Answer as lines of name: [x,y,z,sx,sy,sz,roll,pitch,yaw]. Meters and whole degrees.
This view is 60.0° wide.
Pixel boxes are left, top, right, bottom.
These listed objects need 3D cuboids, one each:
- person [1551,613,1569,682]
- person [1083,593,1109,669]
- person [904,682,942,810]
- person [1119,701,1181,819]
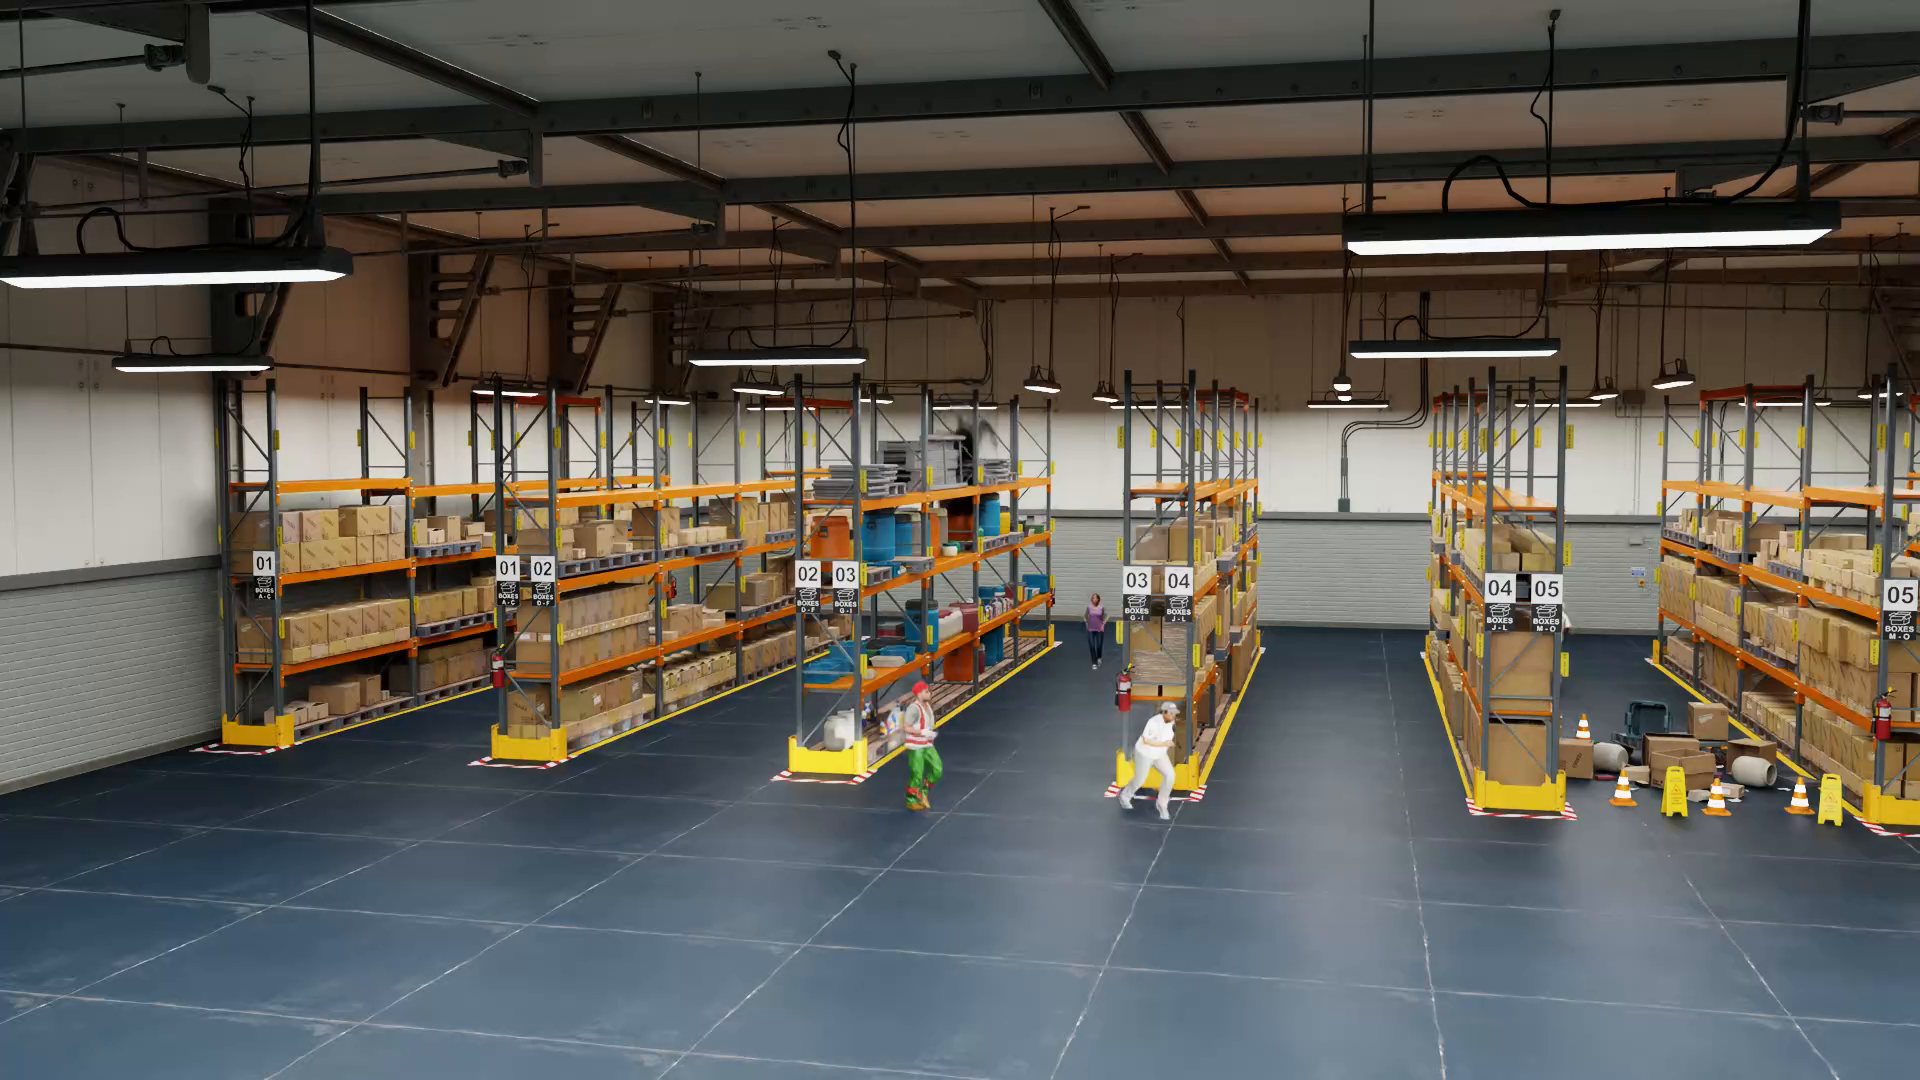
person: [12.285,2.063,34.584,0.704,1.721,0.555,1,3,12]
person: [2.783,1.877,34.253,0.532,1.558,0.508,1,3,9]
person: [-0.489,2.775,22.278,0.646,1.756,0.623,3,4,37]
person: [2.549,2.917,22.187,0.645,1.616,1.000,-3,5,-42]
